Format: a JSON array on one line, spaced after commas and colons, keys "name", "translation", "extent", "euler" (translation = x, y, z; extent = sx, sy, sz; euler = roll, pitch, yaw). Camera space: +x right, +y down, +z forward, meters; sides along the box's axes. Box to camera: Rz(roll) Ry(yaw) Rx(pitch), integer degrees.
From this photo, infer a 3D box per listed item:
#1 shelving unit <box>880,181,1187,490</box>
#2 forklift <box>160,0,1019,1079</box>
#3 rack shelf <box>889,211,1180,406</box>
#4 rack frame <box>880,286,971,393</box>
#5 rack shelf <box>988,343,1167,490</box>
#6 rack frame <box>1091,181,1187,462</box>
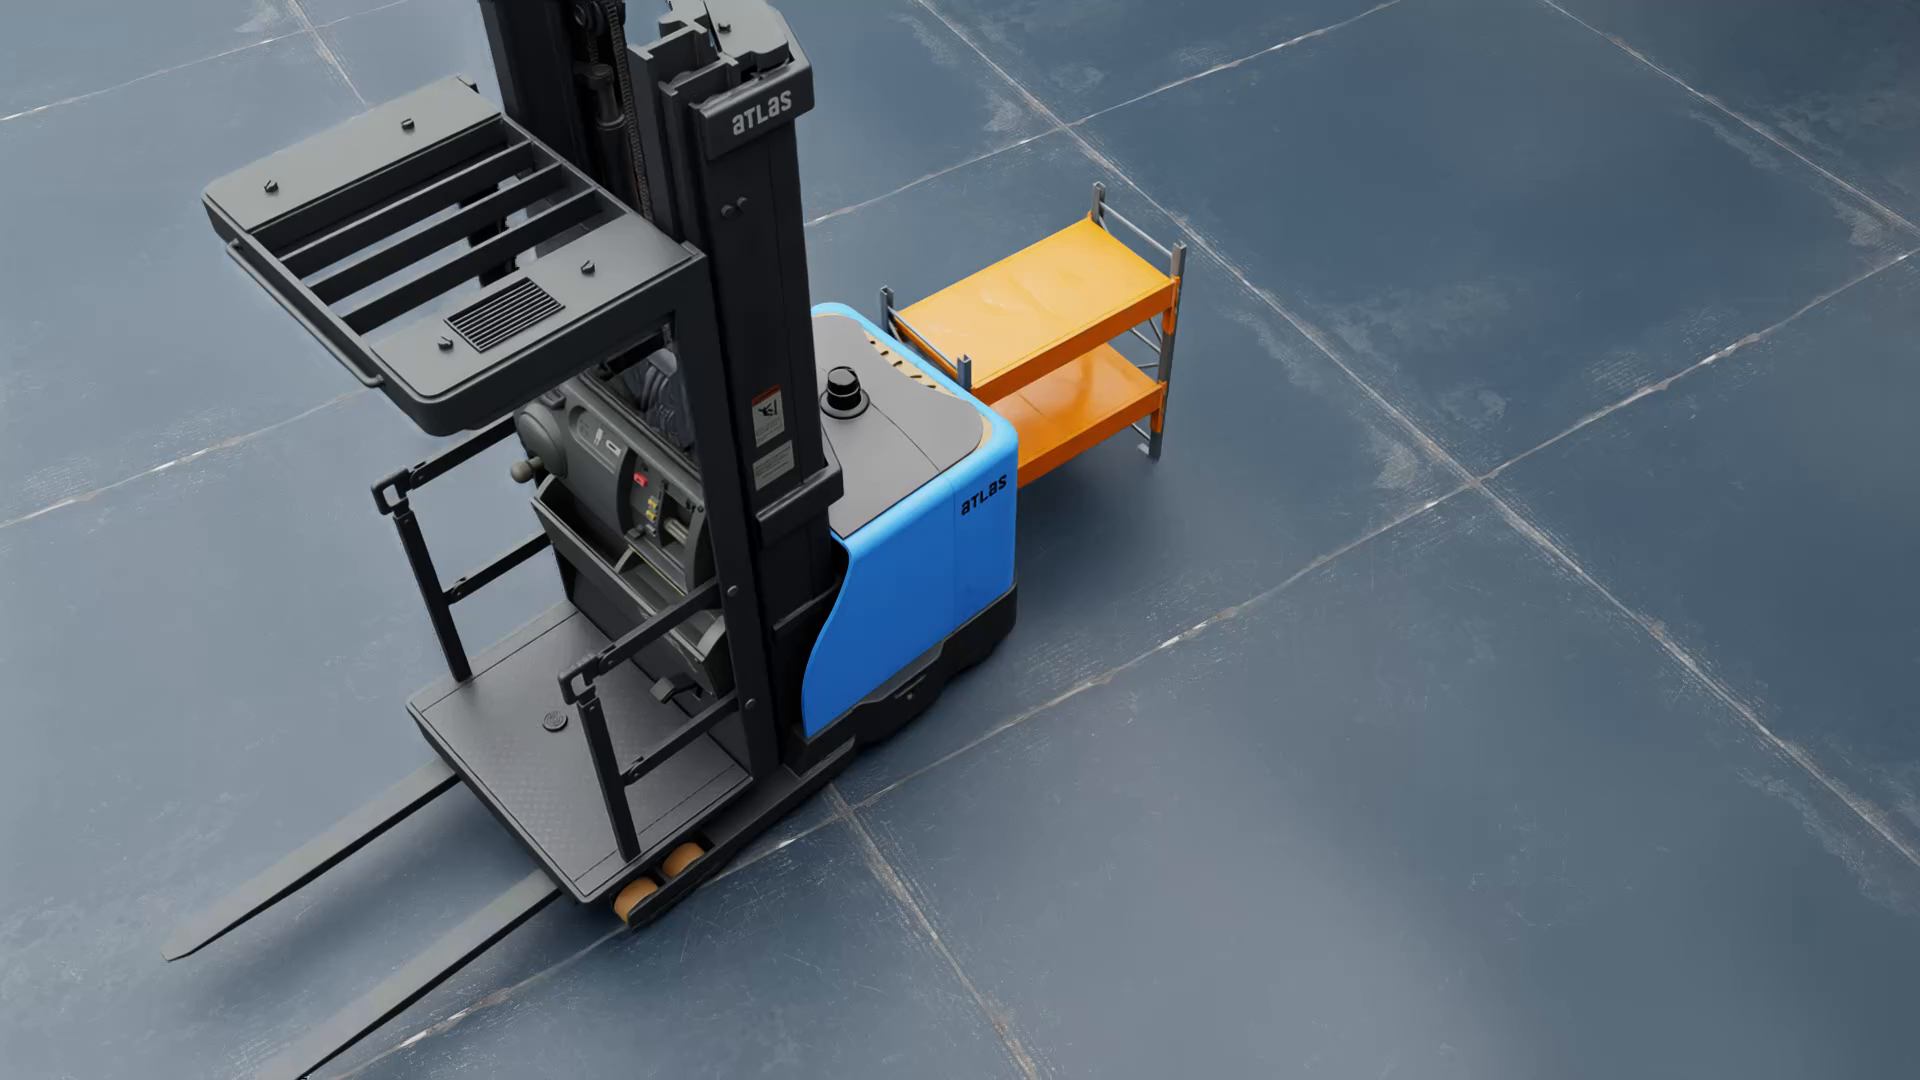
[{"name": "shelving unit", "translation": [0.276, -0.624, 6.498], "extent": [1.048, 1.125, 0.538], "euler": [-30, 55, -24]}, {"name": "forklift", "translation": [-1.201, -0.133, 4.851], "extent": [3.031, 2.935, 1.130], "euler": [-35, 57, -27]}, {"name": "rack shelf", "translation": [0.276, -0.819, 6.279], "extent": [1.000, 0.278, 0.538], "euler": [-30, 55, -24]}, {"name": "rack frame", "translation": [-0.125, -0.391, 6.290], "extent": [0.032, 1.125, 0.500], "euler": [-30, 55, -24]}, {"name": "rack shelf", "translation": [0.276, -0.462, 6.681], "extent": [1.000, 0.278, 0.538], "euler": [-30, 55, -24]}, {"name": "rack frame", "translation": [0.677, -0.857, 6.706], "extent": [0.032, 1.125, 0.500], "euler": [-30, 55, -24]}]
